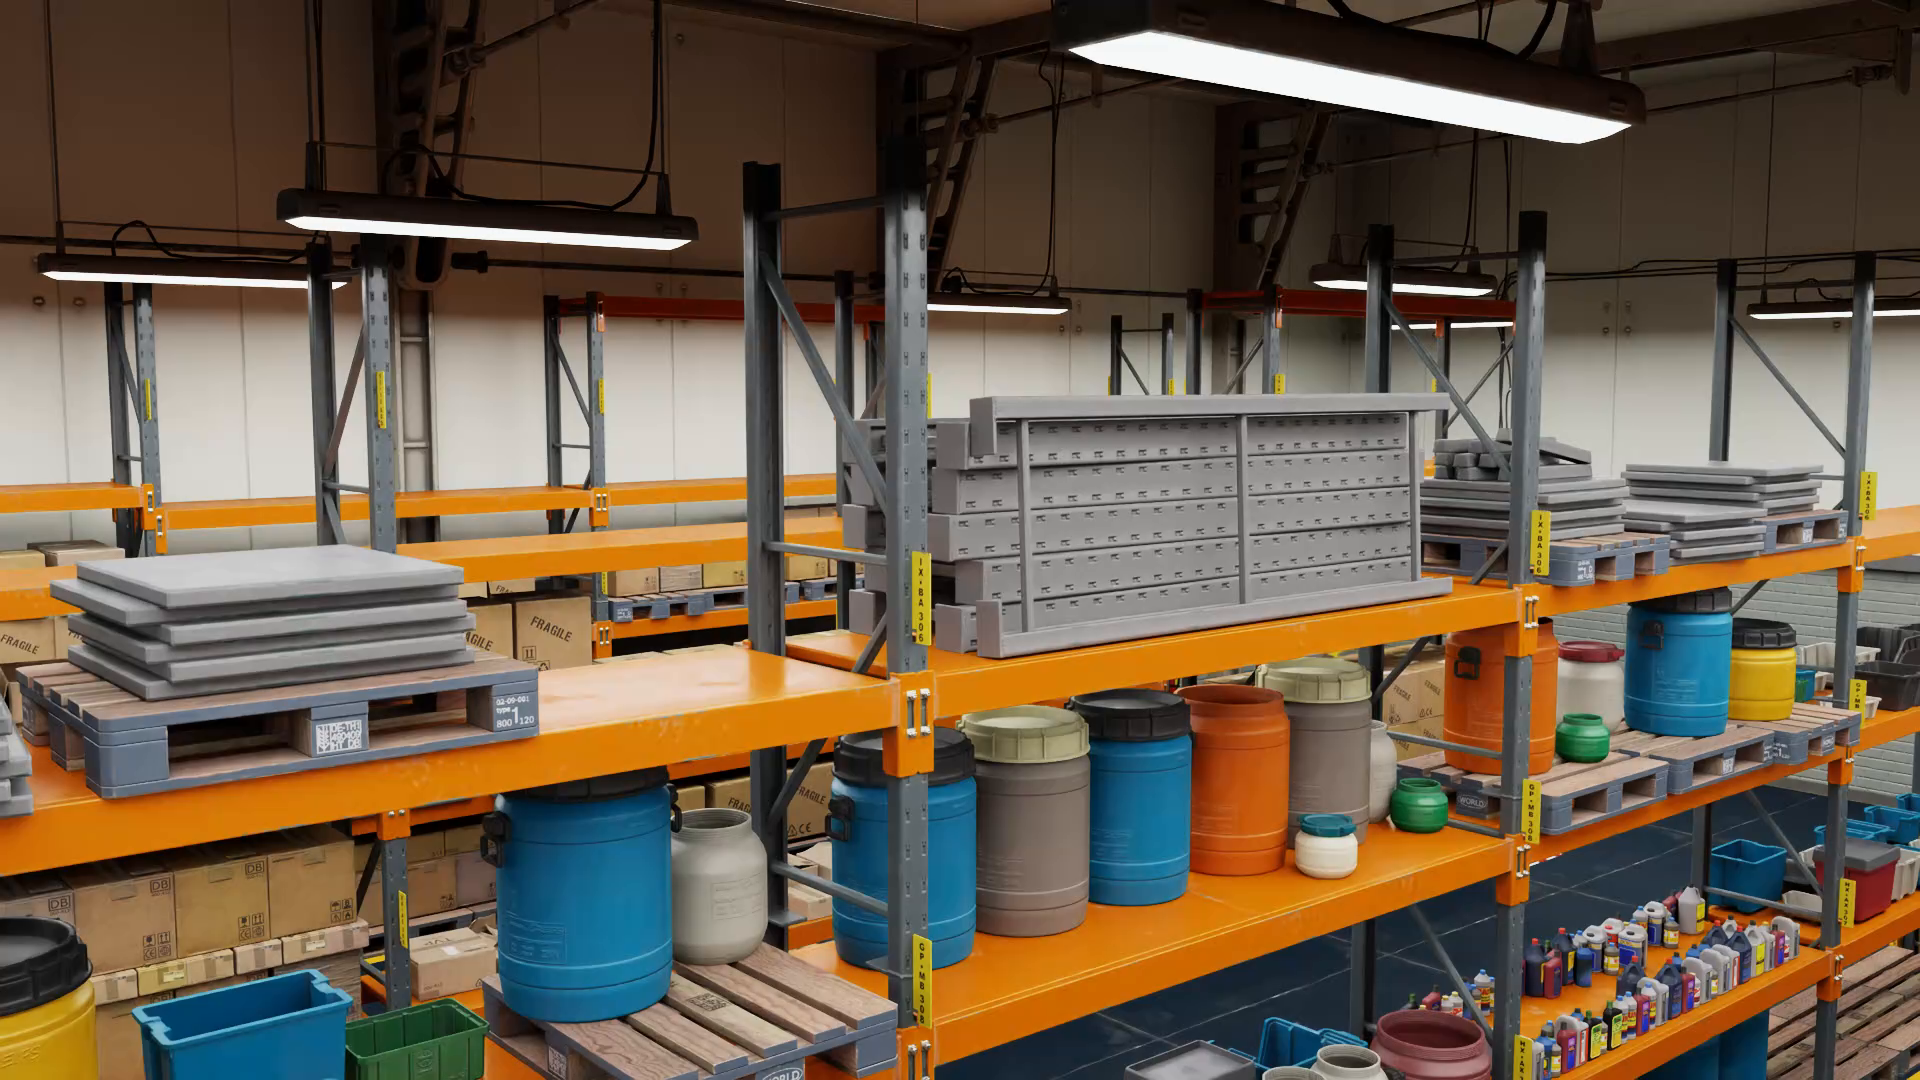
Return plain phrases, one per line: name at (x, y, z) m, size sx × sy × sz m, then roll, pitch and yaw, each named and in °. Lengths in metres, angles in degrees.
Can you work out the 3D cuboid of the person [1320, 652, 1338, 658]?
person at (4.717, 2.231, 21.574) m, size 0.567 × 1.712 × 1.079 m, roll 5°, pitch 8°, yaw 44°
